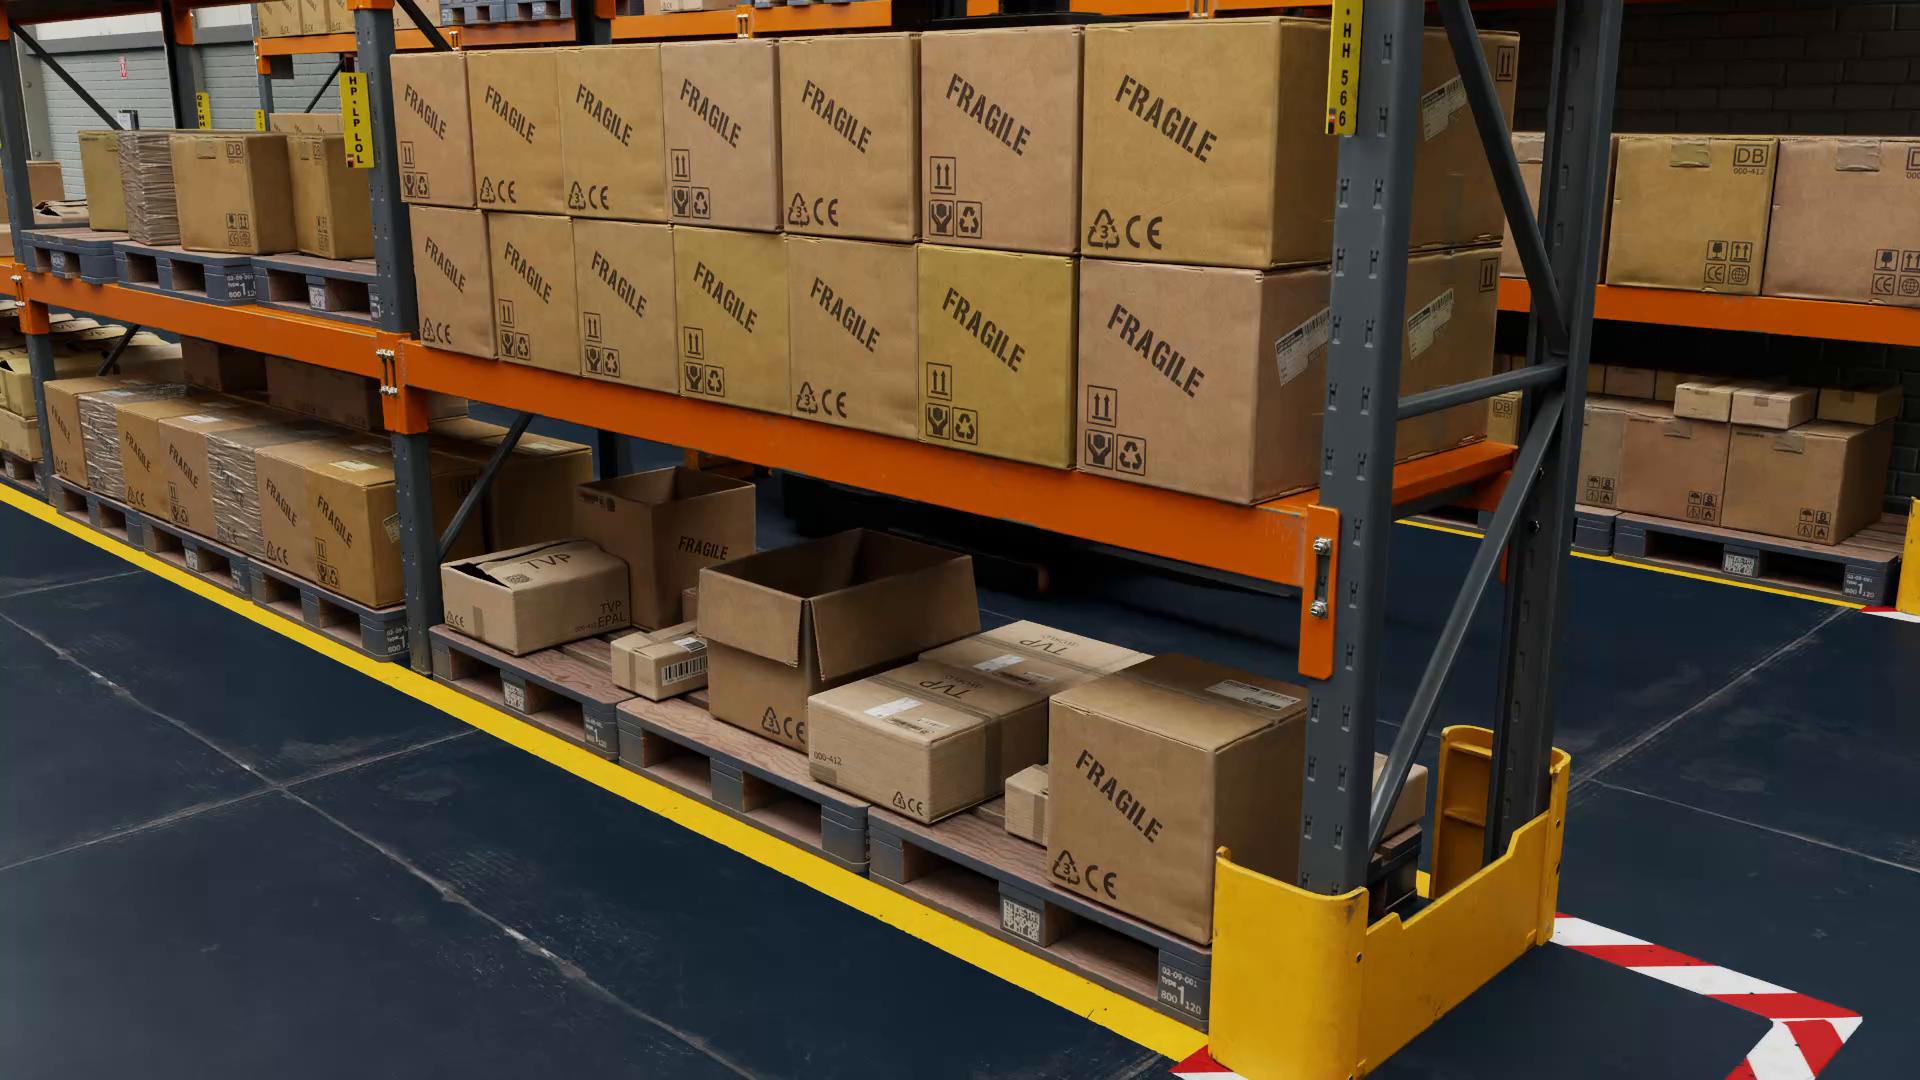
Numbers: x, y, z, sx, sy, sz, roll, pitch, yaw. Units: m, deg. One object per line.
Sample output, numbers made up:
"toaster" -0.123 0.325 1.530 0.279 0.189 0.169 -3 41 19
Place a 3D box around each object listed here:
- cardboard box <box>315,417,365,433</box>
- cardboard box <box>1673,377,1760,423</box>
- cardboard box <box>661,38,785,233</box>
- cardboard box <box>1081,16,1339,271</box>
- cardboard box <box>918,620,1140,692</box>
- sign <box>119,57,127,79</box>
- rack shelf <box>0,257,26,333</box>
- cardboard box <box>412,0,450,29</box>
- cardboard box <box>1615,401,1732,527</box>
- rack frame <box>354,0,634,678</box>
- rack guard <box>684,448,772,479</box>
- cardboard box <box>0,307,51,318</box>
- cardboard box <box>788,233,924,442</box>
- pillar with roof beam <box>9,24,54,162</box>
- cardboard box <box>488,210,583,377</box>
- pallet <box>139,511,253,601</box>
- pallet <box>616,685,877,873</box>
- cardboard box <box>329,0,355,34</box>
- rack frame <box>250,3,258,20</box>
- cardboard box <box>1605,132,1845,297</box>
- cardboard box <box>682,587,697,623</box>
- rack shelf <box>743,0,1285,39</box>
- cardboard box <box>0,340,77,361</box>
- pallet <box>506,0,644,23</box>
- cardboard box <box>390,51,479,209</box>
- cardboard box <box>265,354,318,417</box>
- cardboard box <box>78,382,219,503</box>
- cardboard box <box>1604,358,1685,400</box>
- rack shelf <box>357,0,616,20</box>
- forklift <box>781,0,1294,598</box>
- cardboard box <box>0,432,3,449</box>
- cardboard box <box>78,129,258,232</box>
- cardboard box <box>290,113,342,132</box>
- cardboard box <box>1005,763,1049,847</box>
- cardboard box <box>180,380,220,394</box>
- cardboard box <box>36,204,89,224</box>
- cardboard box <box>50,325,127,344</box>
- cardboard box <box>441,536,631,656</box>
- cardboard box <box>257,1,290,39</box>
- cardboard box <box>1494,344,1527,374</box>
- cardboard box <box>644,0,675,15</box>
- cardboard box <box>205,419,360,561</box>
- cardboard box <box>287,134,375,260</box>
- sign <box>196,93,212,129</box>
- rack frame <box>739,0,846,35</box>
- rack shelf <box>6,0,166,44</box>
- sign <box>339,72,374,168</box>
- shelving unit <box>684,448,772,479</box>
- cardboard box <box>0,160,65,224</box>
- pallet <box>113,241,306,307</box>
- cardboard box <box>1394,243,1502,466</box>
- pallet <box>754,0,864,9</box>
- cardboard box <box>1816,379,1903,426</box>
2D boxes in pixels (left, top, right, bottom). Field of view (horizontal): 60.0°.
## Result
"cardboard box" -2.673 -0.334 7.851 0.500 0.500 0.500 14 20 43
"cardboard box" 3.591 -0.668 7.883 0.380 0.149 0.250 -14 20 -43
"cardboard box" -0.490 -1.150 4.716 0.500 0.500 0.500 -14 20 -42
"cardboard box" 0.621 -0.882 3.687 0.500 0.500 0.500 13 20 42
"cardboard box" 0.218 0.474 5.244 0.500 0.250 0.500 14 20 42
"sign" -11.854 -6.687 23.550 0.199 0.298 0.001 14 20 42
"rack shelf" -6.067 -1.724 10.526 4.000 0.370 1.077 14 20 42
"cardboard box" -4.608 -4.875 15.007 0.500 0.500 0.500 -14 20 -43
"cardboard box" 3.634 -0.407 8.170 0.500 0.500 0.700 14 20 42
"rack frame" -1.747 -1.022 6.405 0.127 3.000 1.000 14 20 42
"rack guard" -1.347 -0.460 9.704 0.087 0.250 0.587 14 20 43
"cardboard box" -6.637 -1.457 11.584 0.500 0.311 0.500 -14 20 -43
"cardboard box" -0.110 -0.578 4.502 0.500 0.500 0.500 14 20 43
"pillar with roof beam" -17.473 -8.278 22.356 0.400 9.000 9.100 14 20 42
"cardboard box" -1.199 -0.843 5.519 0.500 0.500 0.500 14 20 43
"pallet" -3.242 -0.022 8.096 1.213 0.211 1.003 14 20 42
"pallet" -0.371 0.661 5.475 1.213 0.211 1.003 14 20 42
"cardboard box" -5.744 -5.147 16.050 0.500 0.500 0.500 -13 19 -41
"rack frame" -6.950 -6.925 17.162 0.127 3.000 1.000 14 20 42
"cardboard box" 3.662 -1.580 7.950 0.700 0.700 0.980 13 20 42
"cardboard box" -0.829 0.248 6.314 0.250 0.149 0.380 14 20 42
"rack shelf" 0.249 -3.375 10.914 4.000 0.370 1.077 14 20 42
"cardboard box" -5.554 -1.003 9.840 0.500 0.311 0.500 13 20 41
"pallet" -2.951 -4.374 13.694 1.003 0.211 1.213 14 20 42
"cardboard box" -1.603 -1.421 5.754 0.500 0.500 0.500 -14 20 -43
"cardboard box" -3.008 -0.780 8.073 0.500 0.250 0.500 13 20 41
"cardboard box" -4.117 -0.503 8.499 0.500 0.500 0.500 13 19 40
"cardboard box" 3.495 -0.825 8.486 0.250 0.149 0.380 14 20 43
"rack shelf" -0.308 -1.775 4.774 4.000 0.370 1.077 14 20 42
"forklift" 0.475 -1.304 7.623 3.031 2.935 1.130 14 20 43
"cardboard box" -5.548 -0.732 9.913 0.500 0.250 0.500 13 20 42
"cardboard box" -4.095 -1.884 8.682 0.500 0.500 0.700 7 16 24
"cardboard box" -6.466 -4.095 16.971 0.500 0.500 0.500 14 20 42
"cardboard box" 0.341 0.699 4.548 0.250 0.166 0.380 14 20 42
"cardboard box" -3.791 -0.604 8.887 0.500 0.500 0.500 -14 20 -42
"cardboard box" -4.858 -1.750 9.378 0.500 0.311 0.500 -13 19 -41
"cardboard box" -5.550 -1.191 10.562 0.500 0.311 0.500 13 19 41
"cardboard box" -1.595 0.179 6.256 0.500 0.311 0.500 14 20 42
"cardboard box" -6.883 -5.428 17.126 0.500 0.500 0.500 -14 20 -43
"cardboard box" 2.941 -0.959 9.001 0.250 0.149 0.380 14 20 43
"cardboard box" -2.060 -4.377 13.087 0.797 0.503 0.637 -11 18 -37
"cardboard box" -3.012 -0.235 7.472 0.500 0.500 0.500 14 20 43
"cardboard box" -2.472 -1.506 7.231 0.700 0.500 0.500 -11 18 -35
"sign" -4.257 -2.344 9.340 0.005 0.325 0.100 14 20 42
"rack frame" -1.191 -2.622 12.545 0.127 3.000 1.000 14 20 42
"rack shelf" -6.067 -3.175 10.148 4.000 0.370 1.077 14 20 42
"sign" -2.130 -1.481 5.870 0.005 0.325 0.100 14 20 42
"shelving unit" -0.994 -0.977 9.206 1.083 1.500 0.587 14 20 43
"cardboard box" -5.846 -2.061 10.195 0.500 0.500 0.500 12 19 39
"pallet" -3.224 -1.290 7.813 1.213 0.211 1.003 14 20 42
"cardboard box" 0.996 -0.496 4.187 0.500 0.500 0.500 -14 20 -43
"pallet" -0.691 -3.879 11.795 1.213 0.211 1.003 -13 20 -42
"cardboard box" 4.223 -0.648 7.808 0.250 0.149 0.380 14 20 43
